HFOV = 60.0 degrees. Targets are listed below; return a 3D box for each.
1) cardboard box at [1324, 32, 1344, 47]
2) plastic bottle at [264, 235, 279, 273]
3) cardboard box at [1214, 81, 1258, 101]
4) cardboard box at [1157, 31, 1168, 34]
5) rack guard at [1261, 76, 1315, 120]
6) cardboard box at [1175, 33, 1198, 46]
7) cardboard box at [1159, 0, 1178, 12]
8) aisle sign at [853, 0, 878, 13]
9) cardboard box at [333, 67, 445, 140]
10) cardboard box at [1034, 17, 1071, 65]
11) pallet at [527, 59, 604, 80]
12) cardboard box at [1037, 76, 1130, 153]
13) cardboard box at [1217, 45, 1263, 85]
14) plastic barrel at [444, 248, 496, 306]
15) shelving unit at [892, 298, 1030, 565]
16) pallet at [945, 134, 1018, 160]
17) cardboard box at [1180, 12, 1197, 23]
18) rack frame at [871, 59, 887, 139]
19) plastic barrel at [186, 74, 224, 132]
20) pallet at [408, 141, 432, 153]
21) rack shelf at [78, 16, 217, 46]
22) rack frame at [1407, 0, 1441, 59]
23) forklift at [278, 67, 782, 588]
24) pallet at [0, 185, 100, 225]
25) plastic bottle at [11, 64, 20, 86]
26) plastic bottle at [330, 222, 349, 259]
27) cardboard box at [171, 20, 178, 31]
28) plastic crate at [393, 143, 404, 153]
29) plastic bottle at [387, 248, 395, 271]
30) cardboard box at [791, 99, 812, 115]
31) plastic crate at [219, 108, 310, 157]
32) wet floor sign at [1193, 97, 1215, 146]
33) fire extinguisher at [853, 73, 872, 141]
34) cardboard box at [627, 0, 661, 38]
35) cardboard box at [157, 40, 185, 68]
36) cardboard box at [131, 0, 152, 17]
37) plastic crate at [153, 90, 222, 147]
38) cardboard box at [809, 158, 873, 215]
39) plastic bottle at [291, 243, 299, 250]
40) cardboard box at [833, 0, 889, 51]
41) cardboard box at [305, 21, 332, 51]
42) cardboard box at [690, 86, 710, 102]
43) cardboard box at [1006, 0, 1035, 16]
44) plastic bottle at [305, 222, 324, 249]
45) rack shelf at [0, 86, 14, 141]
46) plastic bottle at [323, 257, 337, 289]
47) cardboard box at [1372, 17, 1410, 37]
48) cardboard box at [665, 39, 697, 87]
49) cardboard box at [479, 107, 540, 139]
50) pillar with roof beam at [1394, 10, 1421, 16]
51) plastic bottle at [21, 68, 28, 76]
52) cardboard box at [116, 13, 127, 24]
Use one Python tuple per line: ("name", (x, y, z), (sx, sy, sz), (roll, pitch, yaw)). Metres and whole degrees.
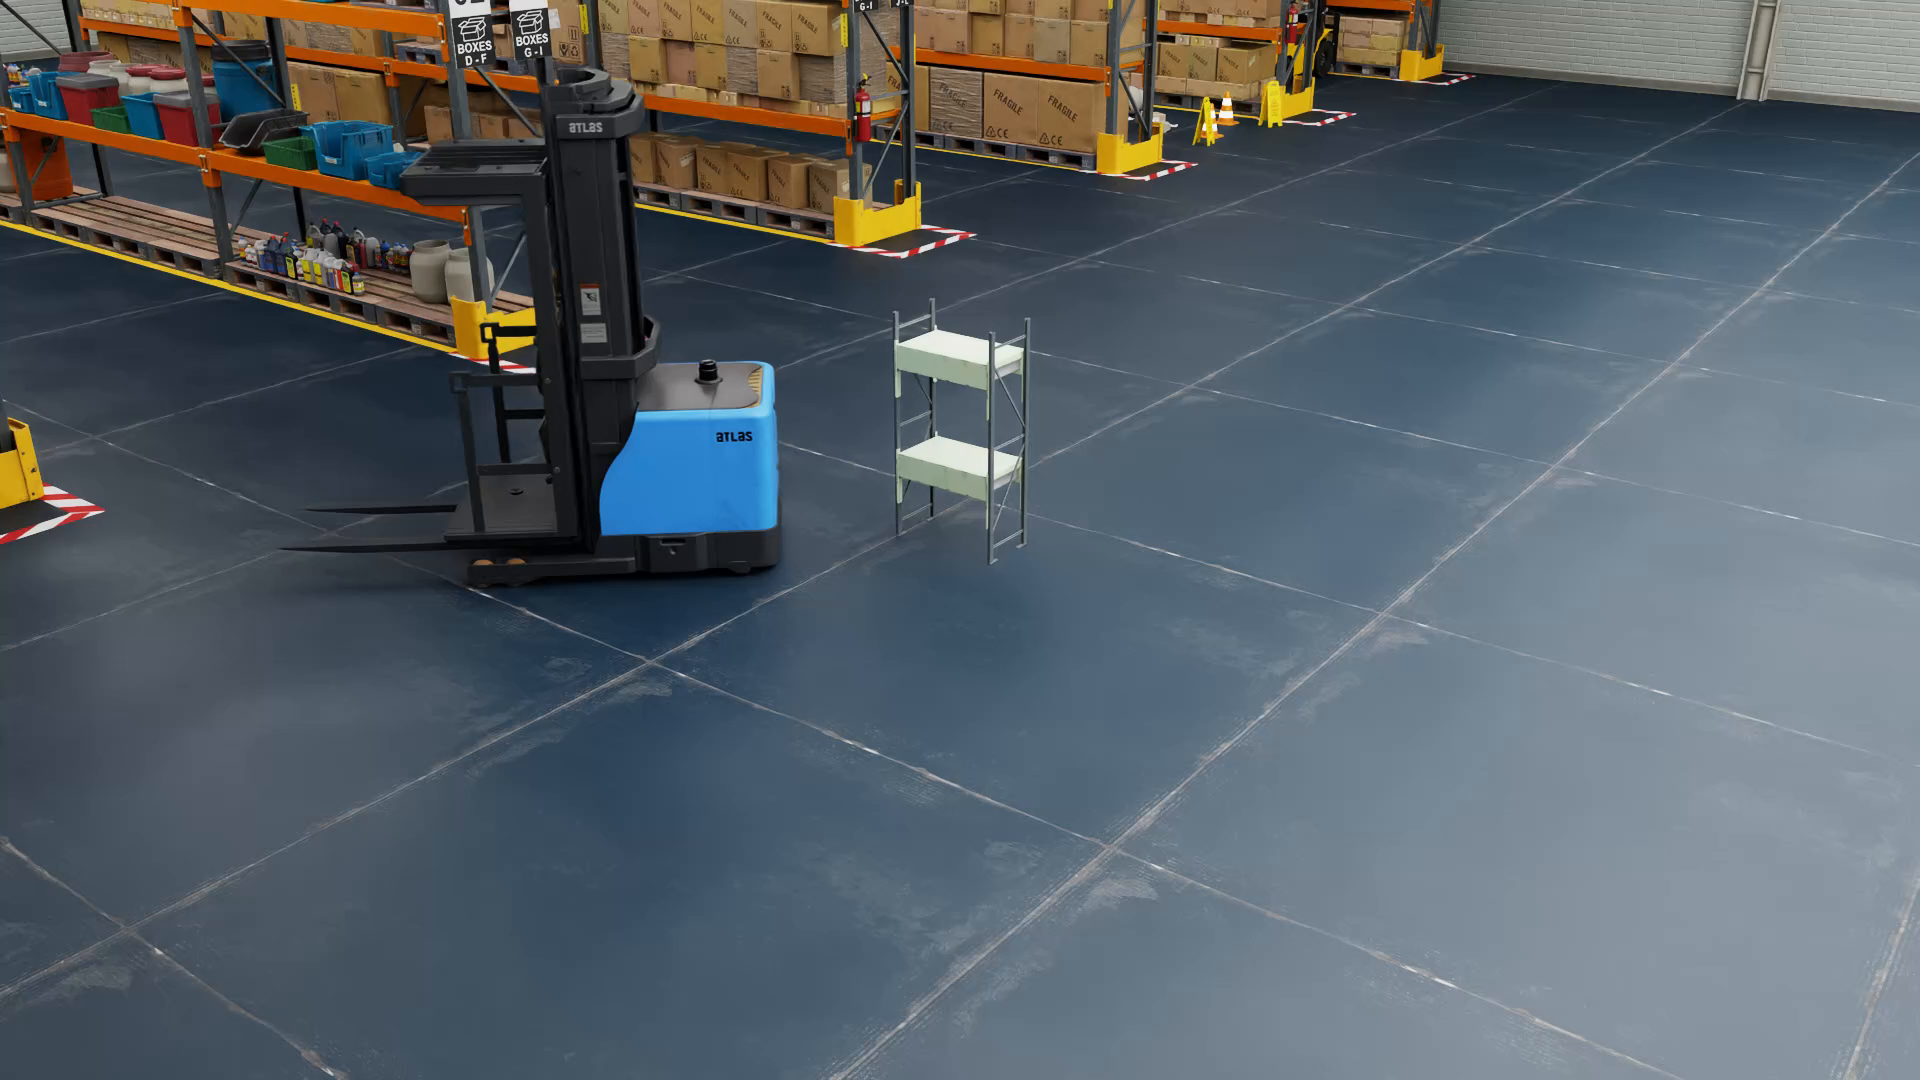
("cardboard box", (6.680, -8.957, 29.628), (0.500, 0.250, 0.500), (16, 28, 32))
("plastic bottle", (-6.614, -2.764, 16.043), (0.185, 0.351, 0.144), (18, 29, 35))
("cardboard box", (4.277, -6.981, 25.762), (0.500, 0.250, 0.500), (17, 29, 33))
("cardboard box", (3.837, -9.920, 31.969), (0.625, 0.625, 0.875), (16, 29, 33))
("rack guard", (5.043, -6.807, 25.578), (0.348, 0.500, 1.175), (17, 29, 33))
("cardboard box", (3.563, -7.809, 25.908), (0.250, 0.149, 0.380), (18, 30, 35))
("cardboard box", (3.314, -8.530, 25.896), (0.500, 0.500, 0.500), (17, 29, 34))
("aisle sign", (-0.970, -5.813, 16.998), (0.004, 0.787, 0.394), (17, 29, 33))
("cardboard box", (-7.781, -6.063, 22.904), (0.875, 0.875, 1.225), (15, 28, 31))
("cardboard box", (1.439, -6.580, 21.779), (0.550, 0.550, 0.875), (17, 29, 33))
("pallet", (-4.565, -5.846, 20.536), (1.213, 0.211, 1.003), (17, 29, 33))
("cardboard box", (1.634, -5.673, 22.020), (0.875, 0.875, 0.875), (17, 29, 34))
("cardboard box", (4.306, -7.319, 25.600), (0.500, 0.500, 0.500), (17, 29, 34))
("plastic barrel", (-4.383, -2.325, 14.871), (0.421, 0.512, 0.421), (0, 24, 0))
("shelving unit", (0.005, -0.685, 10.444), (0.755, 1.500, 0.431), (17, 29, 33))
("pallet", (0.557, -5.498, 22.966), (1.213, 0.211, 1.003), (17, 29, 33))
("cardboard box", (3.611, -8.125, 25.783), (0.250, 0.149, 0.380), (16, 29, 33))
("rack frame", (-0.985, -7.278, 23.548), (0.127, 3.000, 1.000), (17, 29, 33))
("plastic barrel", (-7.645, -4.468, 17.003), (0.433, 0.535, 0.433), (0, 24, 0))
("pallet", (-6.617, -5.204, 22.299), (1.213, 0.211, 1.003), (17, 29, 33))
("rack shelf", (-12.042, -7.791, 25.605), (4.000, 0.370, 1.077), (17, 29, 33))
("rack frame", (8.078, -9.535, 28.670), (0.127, 3.000, 1.000), (17, 29, 33))
("forklift", (-2.659, -1.275, 10.009), (3.031, 2.935, 1.130), (-2, 24, -4))
("pallet", (-10.867, -3.973, 19.504), (1.213, 0.211, 1.003), (17, 29, 33))
("plastic bottle", (-11.102, -5.458, 19.577), (0.097, 0.271, 0.097), (0, 24, 0))
("plastic bottle", (-6.169, -2.984, 16.542), (0.185, 0.351, 0.144), (15, 28, 31))
("cardboard box", (-11.499, -7.676, 24.763), (0.250, 0.149, 0.380), (17, 29, 34))
("plastic crate", (-5.560, -3.672, 15.692), (0.437, 0.136, 0.530), (17, 29, 33))
("plastic bottle", (-5.508, -2.728, 16.145), (0.097, 0.201, 0.097), (0, 24, 0))
("cardboard box", (-1.622, -4.727, 18.069), (0.250, 0.149, 0.380), (17, 29, 33))
("plastic crate", (-6.668, -3.908, 15.977), (0.504, 0.338, 0.767), (17, 29, 33))
("wet floor sign", (3.427, -5.865, 23.261), (0.232, 0.644, 0.267), (12, 26, 24))
("fire extinguisher", (-1.024, -4.523, 17.391), (0.183, 0.674, 0.296), (17, 29, 33))
("cardboard box", (-3.432, -6.030, 18.983), (0.500, 0.500, 0.500), (17, 29, 33))
("cardboard box", (-11.642, -7.260, 25.621), (0.875, 0.875, 0.875), (17, 29, 33))
("cardboard box", (-12.180, -8.098, 25.225), (0.500, 0.250, 0.500), (16, 28, 32))
("plastic crate", (-7.582, -4.152, 16.373), (0.583, 0.464, 0.402), (17, 29, 33))
("cardboard box", (-1.329, -3.940, 18.550), (0.500, 0.500, 0.500), (-20, 31, -38))
("plastic bottle", (-6.425, -2.732, 16.068), (0.097, 0.271, 0.097), (0, 24, 0))
("cardboard box", (-1.116, -5.595, 17.996), (0.500, 0.500, 0.500), (17, 29, 33))
("cardboard box", (-8.597, -7.002, 22.796), (0.500, 0.500, 0.500), (16, 28, 32))
("cardboard box", (-2.840, -5.080, 18.870), (0.250, 0.149, 0.380), (17, 29, 33))
("cardboard box", (1.080, -7.258, 21.978), (0.550, 0.550, 0.875), (17, 29, 33))
("plastic bottle", (-6.409, -2.984, 16.542), (0.185, 0.351, 0.144), (17, 29, 33))
("rack shelf", (-11.812, -5.226, 19.783), (4.000, 0.370, 1.077), (17, 29, 33))
("plastic bottle", (-5.839, -2.498, 15.531), (0.135, 0.276, 0.152), (16, 28, 32))
("cardboard box", (7.522, -8.937, 28.962), (0.500, 0.250, 0.500), (18, 29, 35))
("cardboard box", (-2.878, -5.535, 19.098), (0.500, 0.500, 0.875), (17, 29, 33))
("cardboard box", (-5.784, -5.306, 21.628), (0.500, 0.500, 0.700), (20, 31, 38))
("pillar with roof beam", (5.479, -11.350, 25.350), (0.400, 9.000, 9.100), (17, 29, 33))
("plastic bottle", (-10.847, -5.351, 19.333), (0.097, 0.271, 0.097), (0, 24, 0))
("cardboard box", (-12.733, -8.049, 25.609), (0.250, 0.149, 0.380), (16, 28, 32))
